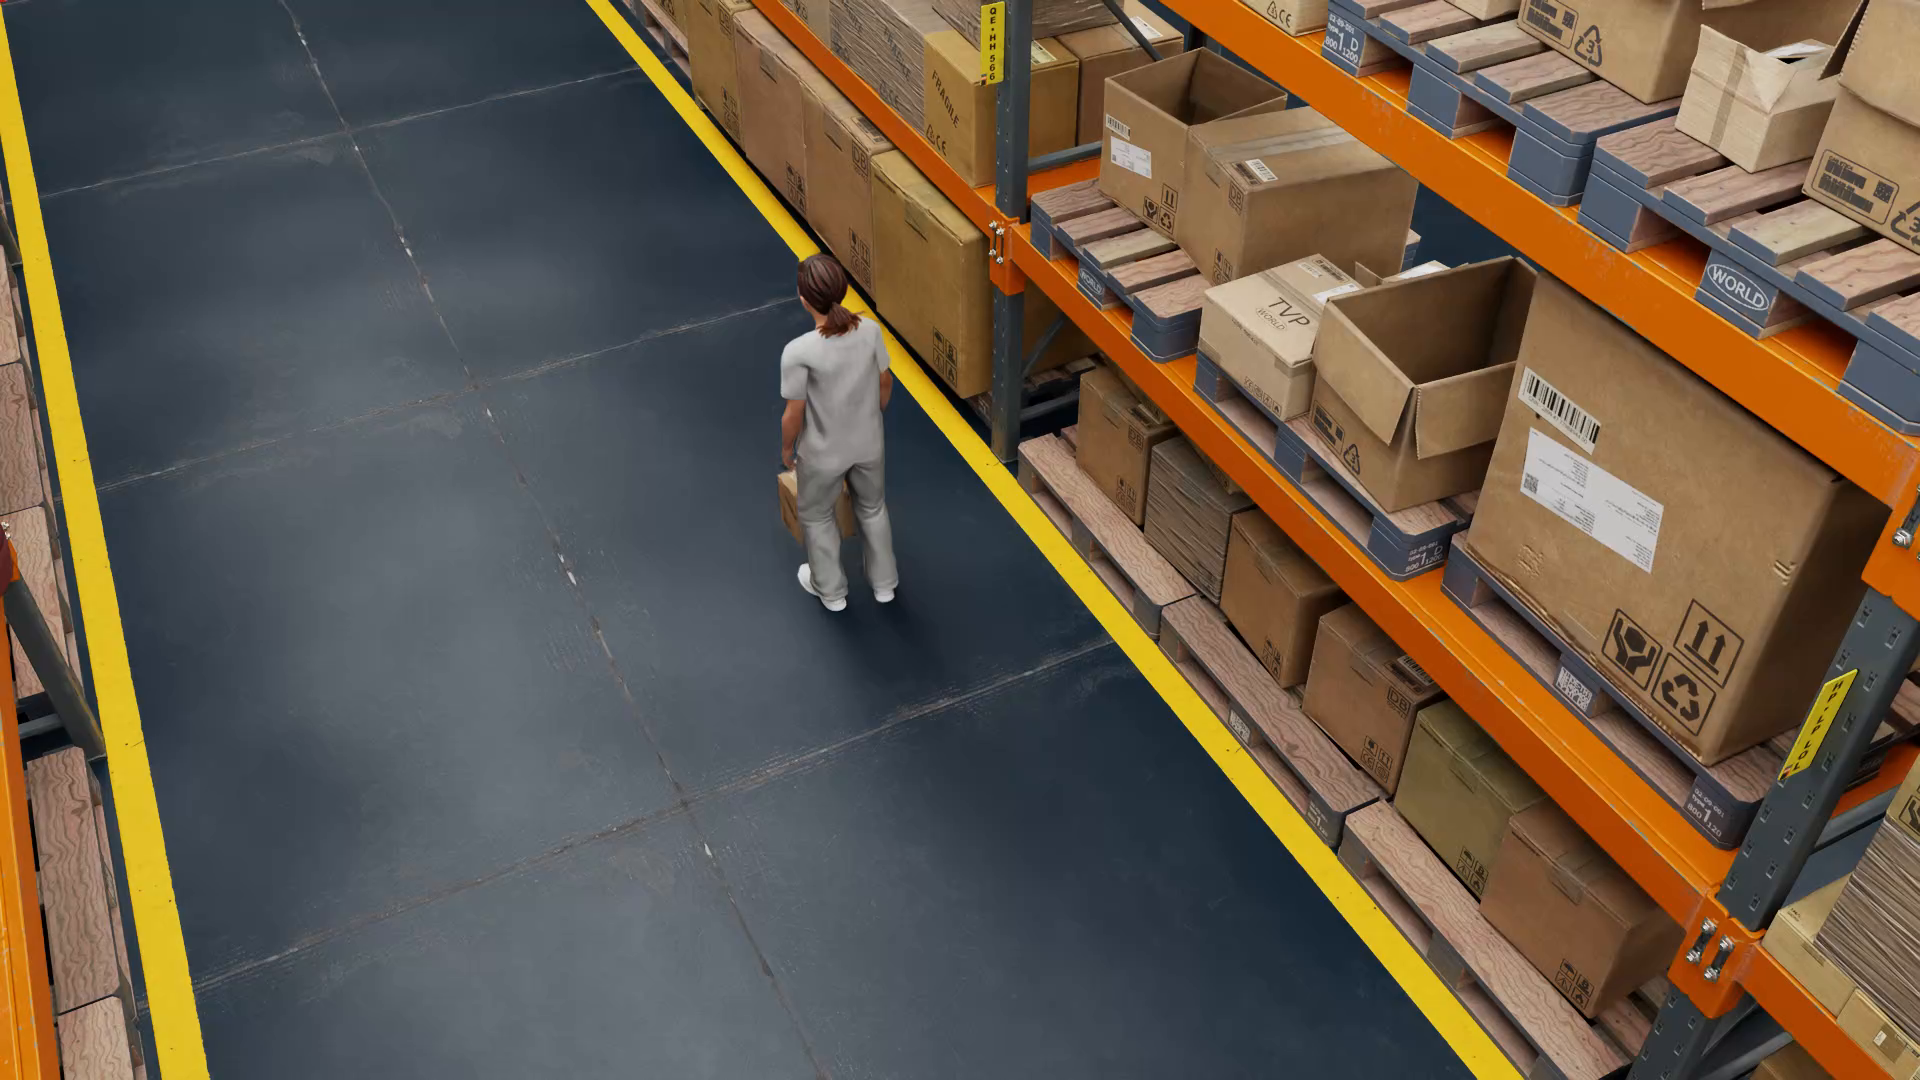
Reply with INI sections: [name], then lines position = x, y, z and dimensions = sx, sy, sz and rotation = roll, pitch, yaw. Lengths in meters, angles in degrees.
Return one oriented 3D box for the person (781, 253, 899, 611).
[person]
position = -0.496, -0.400, 6.612
dimensions = 0.480, 1.675, 0.413
rotation = -20, 45, -21
